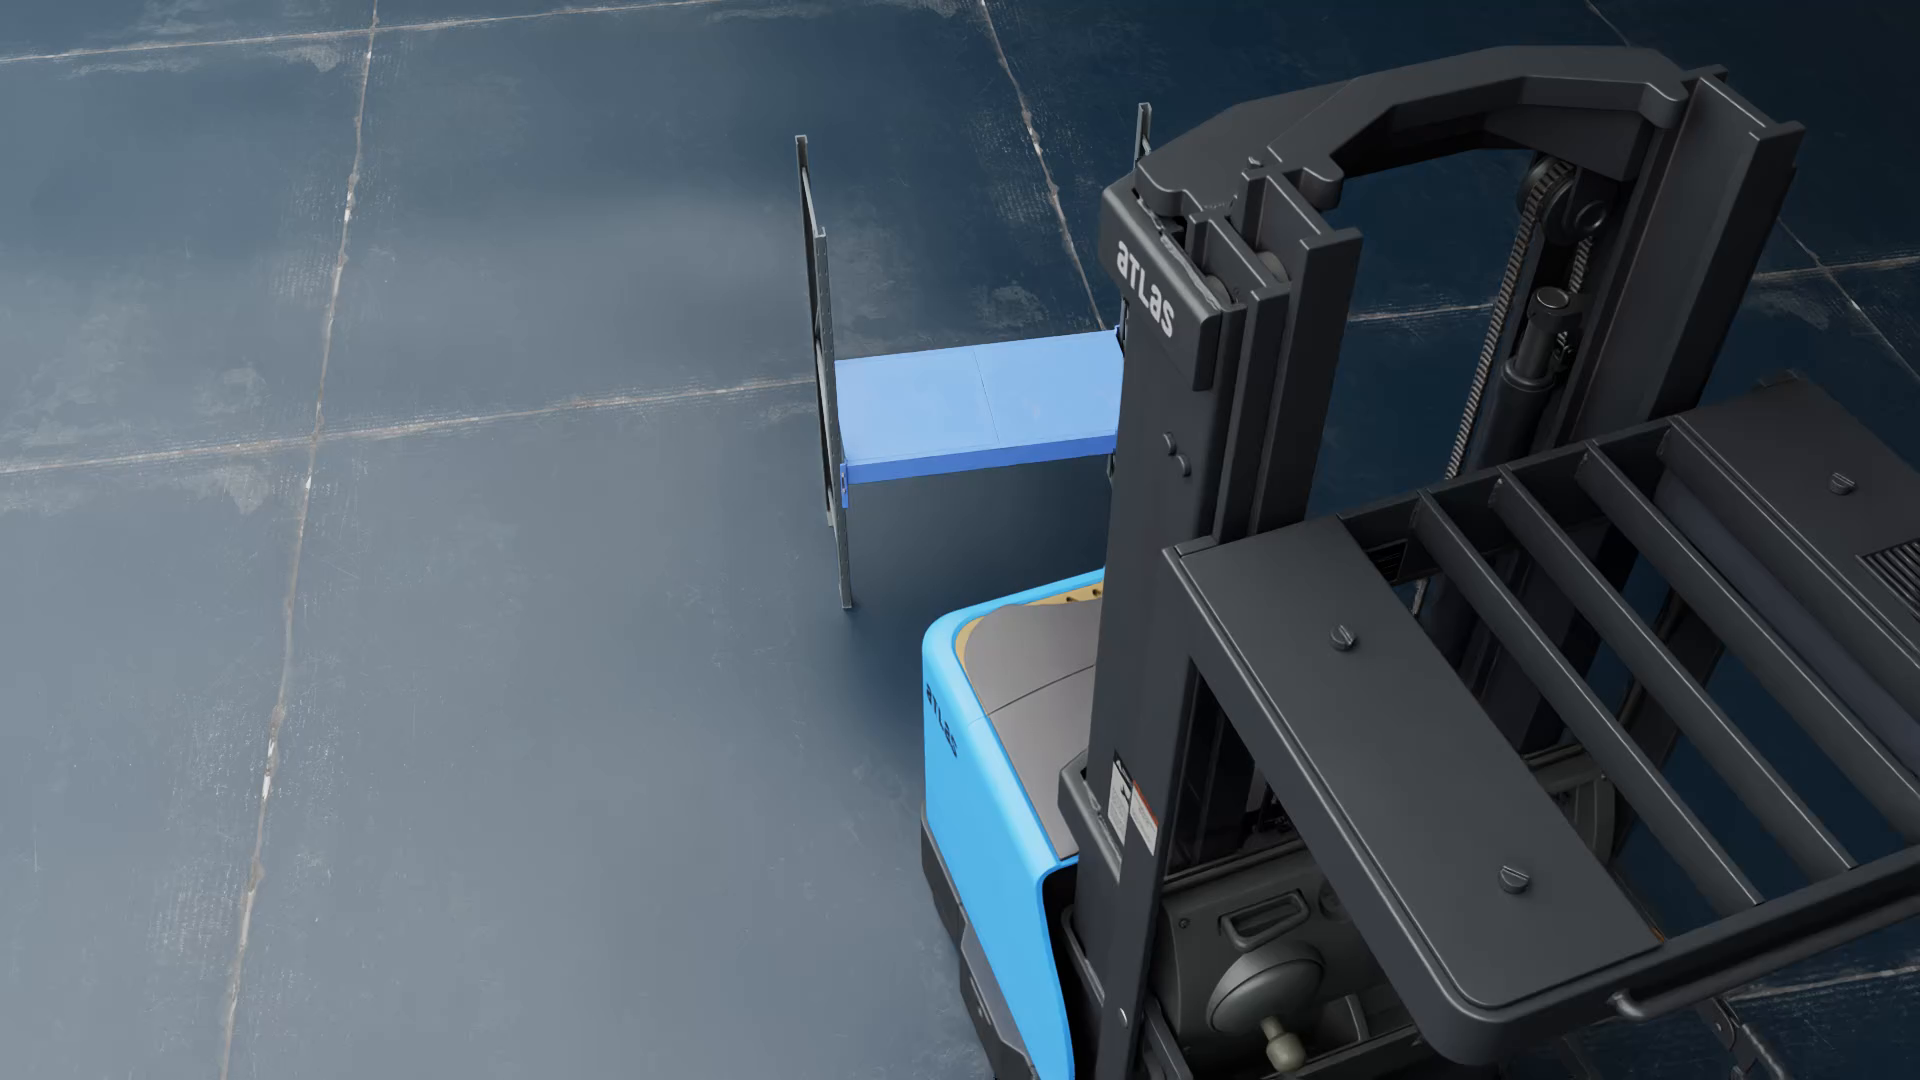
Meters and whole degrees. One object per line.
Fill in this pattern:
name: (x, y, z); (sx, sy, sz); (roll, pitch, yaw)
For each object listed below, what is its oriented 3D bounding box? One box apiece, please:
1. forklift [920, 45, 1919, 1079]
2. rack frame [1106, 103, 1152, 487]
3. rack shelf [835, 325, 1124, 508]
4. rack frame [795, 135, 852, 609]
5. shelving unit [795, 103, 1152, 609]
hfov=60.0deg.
forklift: (0.891, 0.791, 2.953); (1.130, 2.935, 3.031); (-15, 48, -14)
rack frame: (0.585, -0.593, 5.280); (0.032, 1.500, 0.500); (-7, 46, -7)
rack shelf: (0.084, -0.406, 5.350); (1.000, 0.185, 0.538); (-7, 46, -7)
rack frame: (-0.417, -0.468, 5.160); (0.032, 1.500, 0.500); (-7, 46, -7)
shelving unit: (0.084, -0.531, 5.220); (1.048, 1.500, 0.538); (-7, 46, -7)
